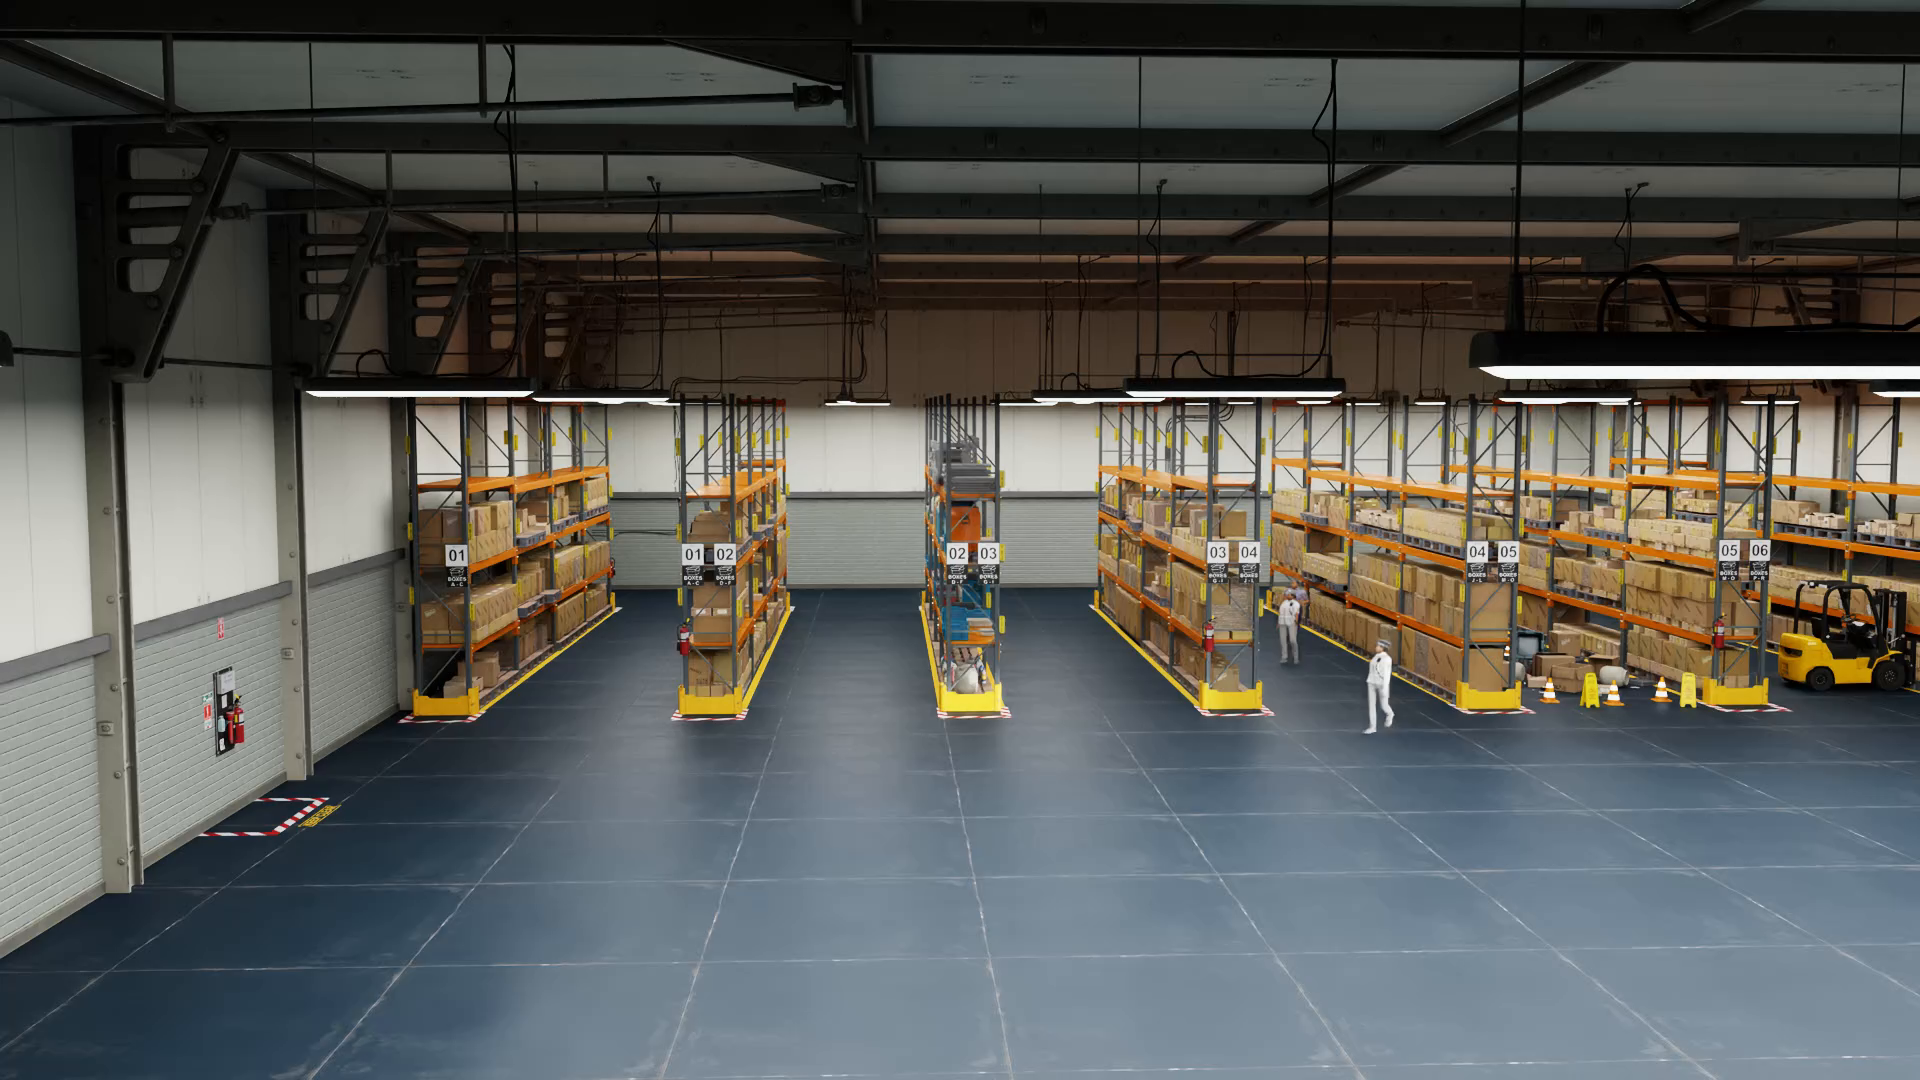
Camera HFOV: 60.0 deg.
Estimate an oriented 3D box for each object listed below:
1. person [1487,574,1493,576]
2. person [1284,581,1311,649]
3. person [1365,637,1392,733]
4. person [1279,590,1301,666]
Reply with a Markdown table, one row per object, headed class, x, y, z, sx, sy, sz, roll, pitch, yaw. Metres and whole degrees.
| class | x | y | z | sx | sy | sz | roll | pitch | yaw |
| --- | --- | --- | --- | --- | --- | --- | --- | --- | --- |
| person | 13.055 | 1.665 | 41.073 | 0.375 | 1.654 | 0.614 | 2 | 5 | 21 |
| person | 8.090 | 1.780 | 39.816 | 0.584 | 1.599 | 0.923 | 0 | 5 | 0 |
| person | 7.414 | 2.550 | 29.355 | 0.466 | 1.679 | 0.591 | 2 | 5 | 27 |
| person | 7.424 | 1.977 | 37.317 | 0.542 | 1.711 | 0.484 | 2 | 5 | 28 |
